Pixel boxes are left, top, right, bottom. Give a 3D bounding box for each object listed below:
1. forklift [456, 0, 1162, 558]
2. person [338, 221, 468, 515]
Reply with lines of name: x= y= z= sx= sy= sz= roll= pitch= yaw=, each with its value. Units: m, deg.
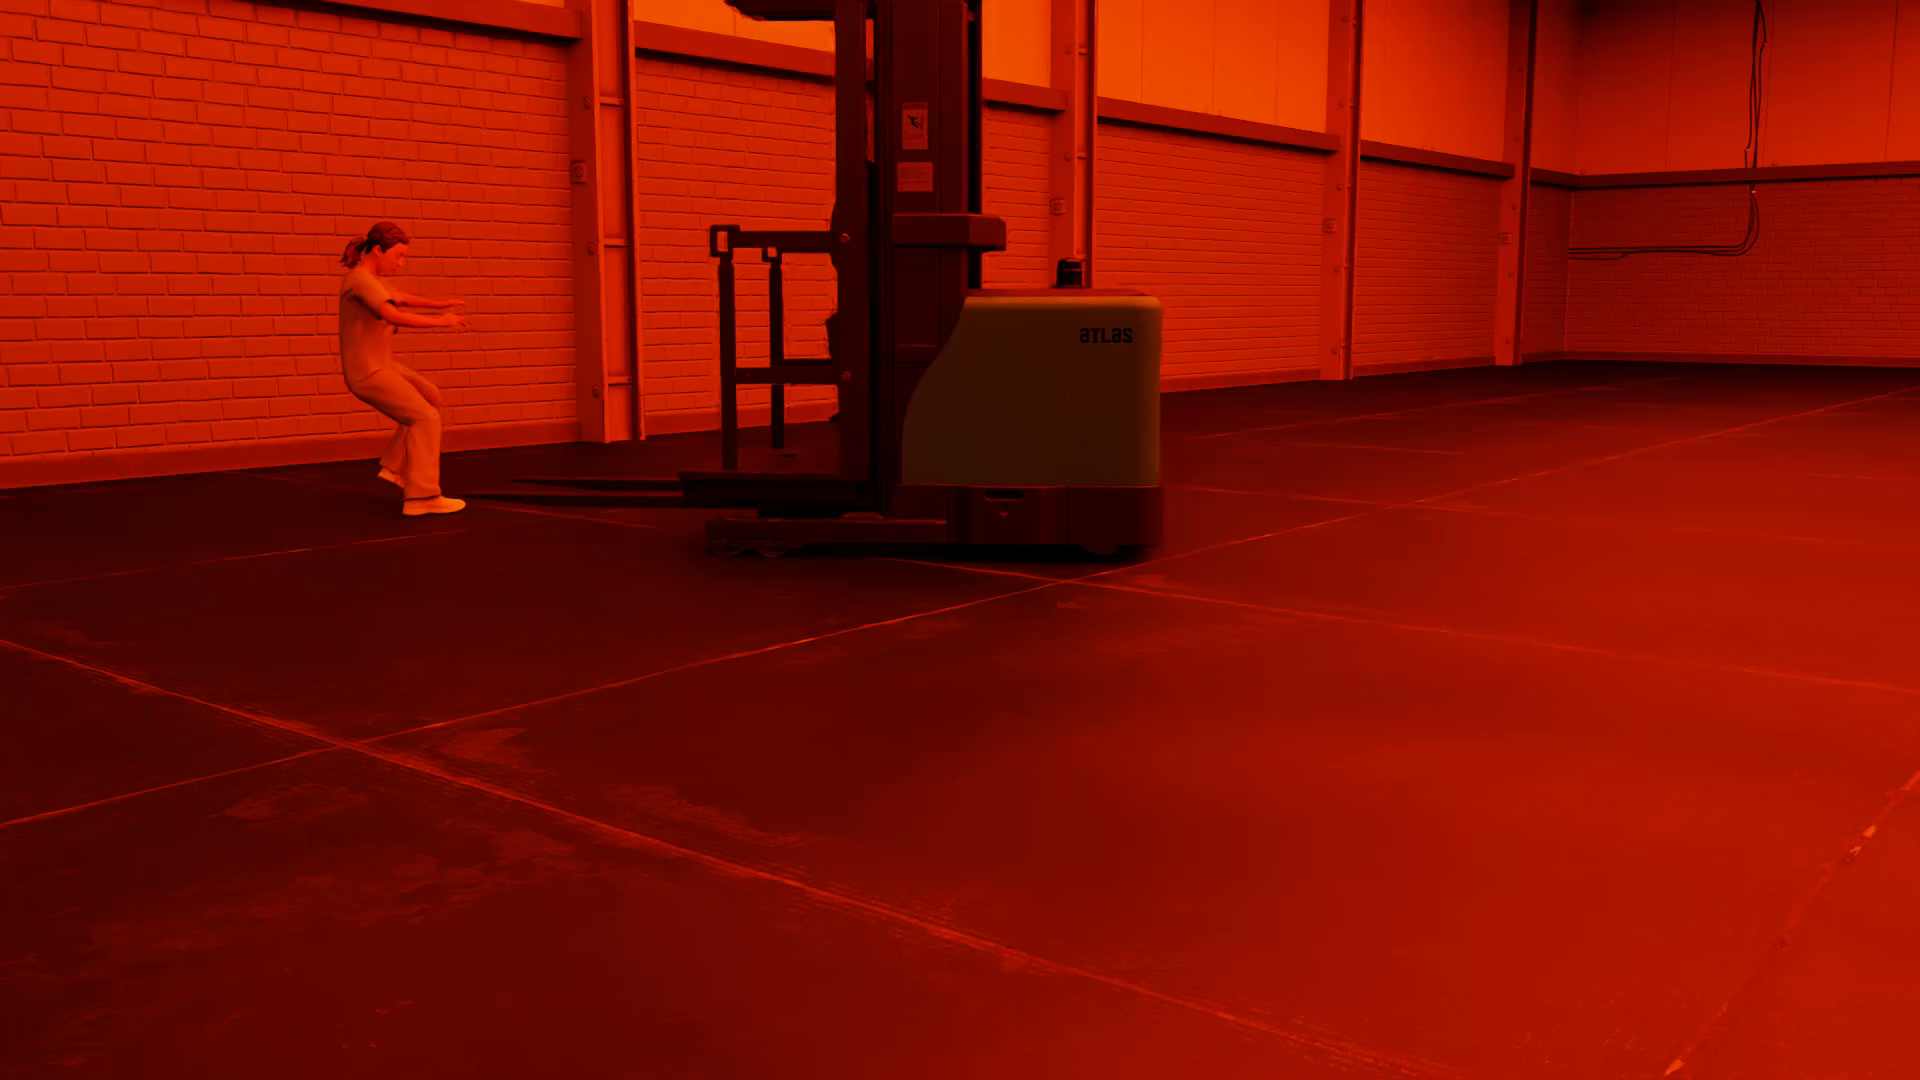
forklift: x=-0.643 y=-1.452 z=7.202 sx=3.031 sy=2.935 sz=1.130 roll=1 pitch=8 yaw=5
person: x=-2.863 y=-0.911 z=8.619 sx=0.629 sy=1.450 sz=1.131 roll=-2 pitch=9 yaw=-12
